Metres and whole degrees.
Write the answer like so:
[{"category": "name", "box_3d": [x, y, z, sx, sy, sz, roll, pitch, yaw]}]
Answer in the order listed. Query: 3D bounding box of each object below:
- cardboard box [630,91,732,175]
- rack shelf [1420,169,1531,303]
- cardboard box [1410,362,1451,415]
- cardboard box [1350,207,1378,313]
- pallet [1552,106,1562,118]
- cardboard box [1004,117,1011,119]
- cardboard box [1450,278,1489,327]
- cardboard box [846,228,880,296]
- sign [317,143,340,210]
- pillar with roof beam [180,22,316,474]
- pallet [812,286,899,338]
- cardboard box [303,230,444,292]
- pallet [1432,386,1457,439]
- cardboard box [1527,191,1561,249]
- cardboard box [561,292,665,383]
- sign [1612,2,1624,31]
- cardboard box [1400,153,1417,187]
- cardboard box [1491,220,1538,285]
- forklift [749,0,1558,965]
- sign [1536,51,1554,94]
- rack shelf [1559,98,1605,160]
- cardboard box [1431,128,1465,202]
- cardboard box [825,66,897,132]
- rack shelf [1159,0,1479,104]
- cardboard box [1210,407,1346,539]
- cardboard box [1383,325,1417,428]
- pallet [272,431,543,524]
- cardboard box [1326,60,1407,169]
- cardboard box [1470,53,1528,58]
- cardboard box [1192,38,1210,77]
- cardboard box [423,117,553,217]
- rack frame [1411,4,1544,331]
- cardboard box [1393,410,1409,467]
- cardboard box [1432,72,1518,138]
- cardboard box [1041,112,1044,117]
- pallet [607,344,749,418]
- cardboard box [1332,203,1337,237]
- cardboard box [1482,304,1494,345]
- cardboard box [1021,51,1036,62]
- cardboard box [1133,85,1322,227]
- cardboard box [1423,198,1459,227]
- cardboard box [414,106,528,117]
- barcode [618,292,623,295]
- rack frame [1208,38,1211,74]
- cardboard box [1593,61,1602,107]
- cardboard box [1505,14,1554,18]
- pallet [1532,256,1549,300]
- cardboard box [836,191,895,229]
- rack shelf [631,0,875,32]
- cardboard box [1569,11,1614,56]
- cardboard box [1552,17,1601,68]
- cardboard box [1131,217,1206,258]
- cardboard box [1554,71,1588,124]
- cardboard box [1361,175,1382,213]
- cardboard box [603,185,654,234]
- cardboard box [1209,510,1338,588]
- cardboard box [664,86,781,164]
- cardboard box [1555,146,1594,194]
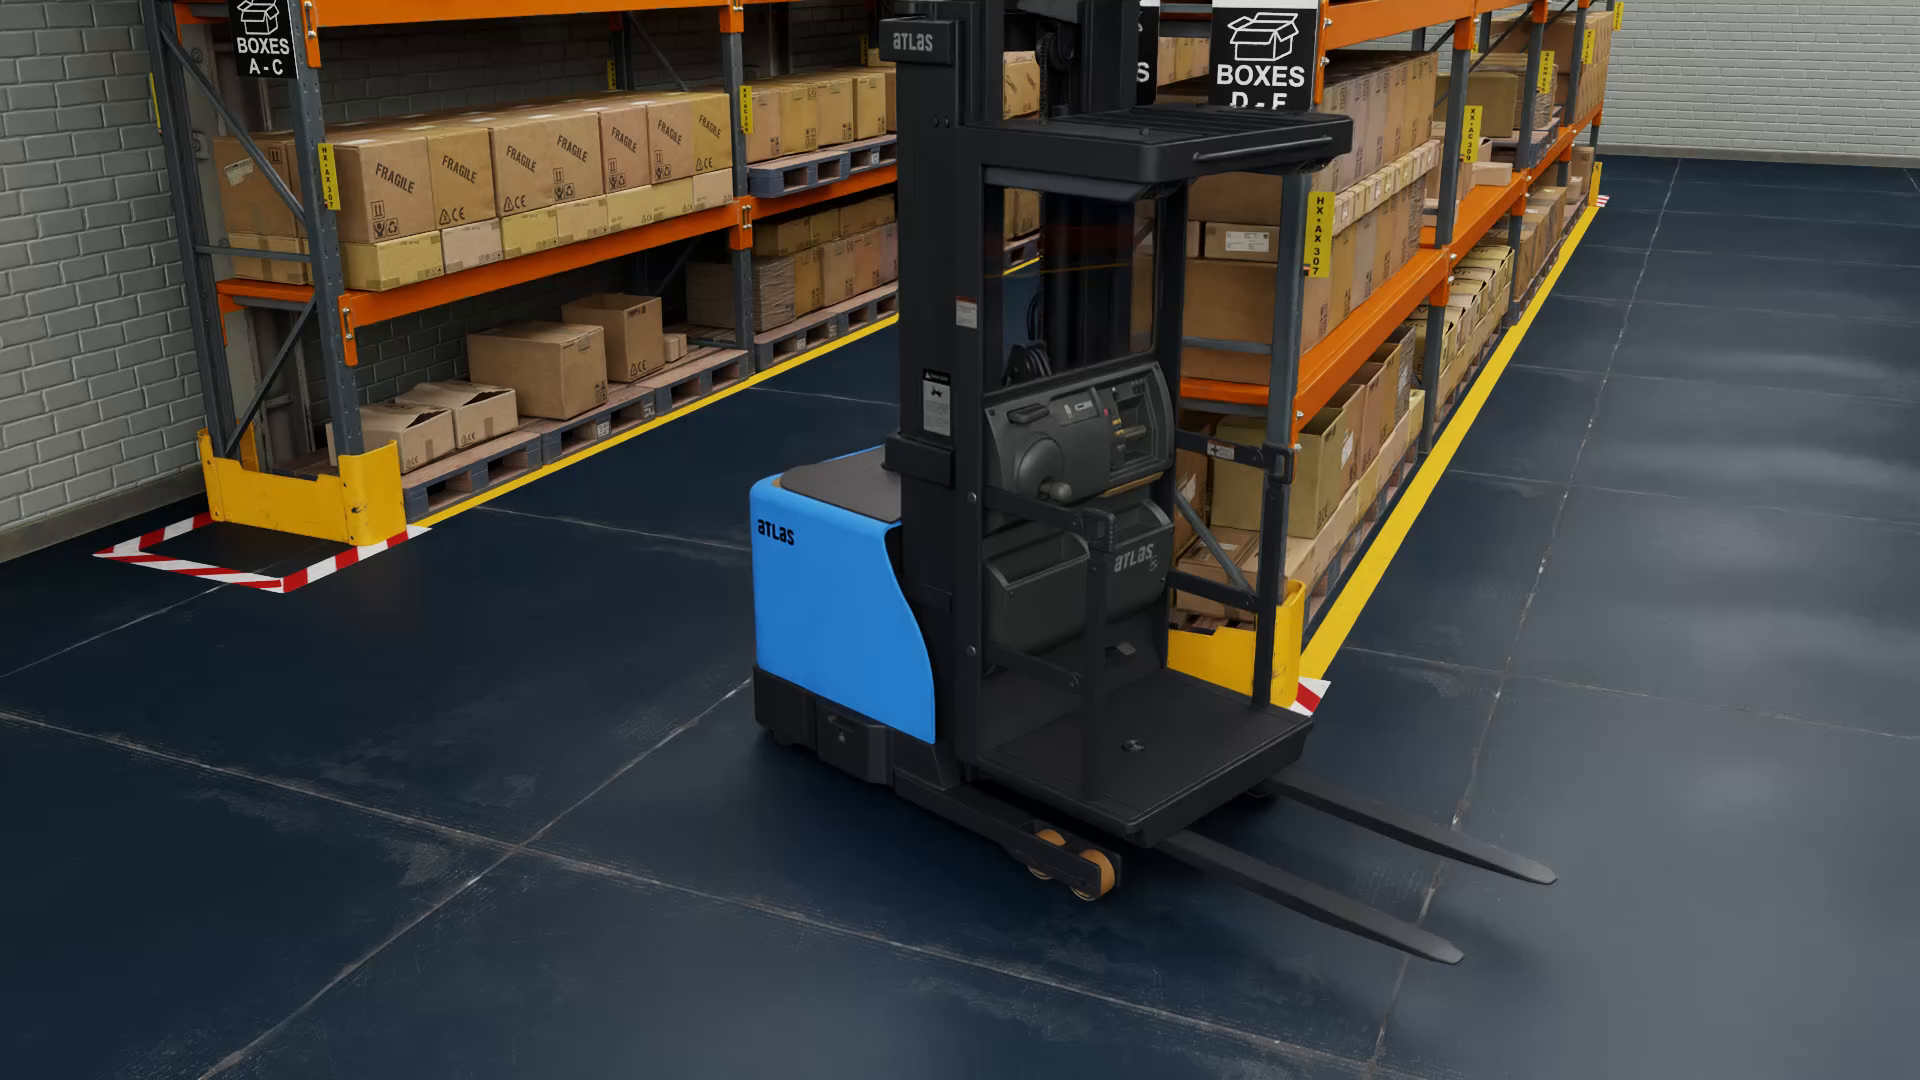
[{"category": "cardboard box", "box_3d": [-1.923, -2.810, 11.468, 0.500, 0.500, 0.500, 8, 21, 23]}, {"category": "rack shelf", "box_3d": [3.328, -2.298, 12.029, 1.077, 0.370, 4.000, 9, 21, 23]}, {"category": "cardboard box", "box_3d": [2.901, -1.018, 10.831, 0.500, 0.250, 0.500, 8, 21, 21]}, {"category": "cardboard box", "box_3d": [1.706, -1.465, 8.462, 0.700, 0.500, 0.500, 9, 22, 24]}, {"category": "pallet", "box_3d": [5.358, -4.152, 16.453, 1.003, 0.211, 1.213, 9, 21, 23]}, {"category": "cardboard box", "box_3d": [0.270, -4.033, 16.177, 0.380, 0.149, 0.250, 9, 22, 24]}, {"category": "cardboard box", "box_3d": [3.534, -1.755, 12.067, 0.500, 0.311, 0.500, 9, 22, 24]}, {"category": "cardboard box", "box_3d": [-1.115, -2.432, 14.406, 0.700, 0.500, 0.500, 8, 21, 22]}, {"category": "sign", "box_3d": [-3.154, -1.815, 8.305, 0.100, 0.325, 0.005, 9, 21, 23]}, {"category": "pillar with roof beam", "box_3d": [-0.225, -4.050, 6.928, 9.100, 9.000, 0.400, 9, 21, 23]}, {"category": "pallet", "box_3d": [-1.196, -2.003, 14.287, 1.003, 0.211, 1.213, 9, 21, 23]}, {"category": "cardboard box", "box_3d": [-3.160, -1.526, 8.978, 0.500, 0.250, 0.500, 8, 21, 21]}, {"category": "pallet", "box_3d": [2.775, -0.943, 11.305, 1.003, 0.211, 1.213, 9, 21, 23]}, {"category": "cardboard box", "box_3d": [5.635, -3.161, 16.454, 0.500, 0.500, 0.500, 9, 21, 23]}, {"category": "cardboard box", "box_3d": [-2.400, -1.411, 11.535, 0.500, 0.500, 0.500, 7, 21, 19]}, {"category": "sign", "box_3d": [7.921, -6.307, 20.026, 0.100, 0.325, 0.005, 9, 21, 23]}, {"category": "cardboard box", "box_3d": [2.279, -2.030, 9.083, 0.380, 0.149, 0.250, 9, 21, 23]}, {"category": "cardboard box", "box_3d": [4.804, -2.539, 14.706, 0.500, 0.500, 0.500, 8, 21, 21]}, {"category": "forklift", "box_3d": [0.582, -0.370, 5.635, 3.031, 2.935, 1.130, 18, 26, 41]}, {"category": "sign", "box_3d": [4.655, -3.719, 13.222, 0.100, 0.325, 0.005, 9, 21, 23]}, {"category": "rack shelf", "box_3d": [6.604, -4.744, 18.905, 1.077, 0.370, 4.000, 9, 21, 23]}, {"category": "cardboard box", "box_3d": [3.259, -2.620, 11.710, 0.500, 0.500, 0.500, 9, 21, 23]}, {"category": "cardboard box", "box_3d": [-0.761, -3.862, 14.546, 0.700, 0.500, 0.500, 6, 21, 18]}, {"category": "rack shelf", "box_3d": [1.690, -2.489, 8.088, 1.077, 0.370, 4.000, 9, 21, 23]}, {"category": "cardboard box", "box_3d": [1.497, -0.345, 7.821, 0.500, 0.500, 0.500, 9, 21, 23]}, {"category": "cardboard box", "box_3d": [2.303, -0.959, 9.546, 0.500, 0.500, 0.500, 9, 21, 23]}, {"category": "pallet", "box_3d": [-3.253, -0.435, 9.876, 1.003, 0.211, 1.213, 9, 21, 23]}, {"category": "cardboard box", "box_3d": [1.922, -2.240, 8.706, 0.700, 0.500, 0.500, 9, 21, 23]}, {"category": "cardboard box", "box_3d": [5.387, -4.602, 16.658, 0.700, 0.500, 0.500, 2, 20, 4]}, {"category": "cardboard box", "box_3d": [2.703, -6.357, 21.920, 0.980, 0.700, 0.700, 10, 22, 25]}, {"category": "cardboard box", "box_3d": [-2.751, -2.185, 9.712, 0.500, 0.500, 0.500, 8, 21, 21]}, {"category": "rack frame", "box_3d": [4.147, -3.249, 13.627, 1.000, 3.000, 0.127, 9, 21, 23]}, {"category": "cardboard box", "box_3d": [2.305, -0.605, 9.671, 0.500, 0.250, 0.500, 9, 21, 23]}, {"category": "cardboard box", "box_3d": [4.302, -3.702, 14.125, 0.700, 0.500, 0.500, 2, 20, 4]}, {"category": "cardboard box", "box_3d": [0.705, -4.437, 17.314, 0.380, 0.149, 0.250, 9, 22, 24]}, {"category": "pallet", "box_3d": [-2.254, -1.181, 11.973, 1.003, 0.211, 1.213, 9, 21, 23]}, {"category": "cardboard box", "box_3d": [1.438, -1.404, 7.321, 0.380, 0.149, 0.250, 9, 21, 23]}, {"category": "cardboard box", "box_3d": [3.738, -1.645, 12.596, 0.500, 0.250, 0.500, 9, 22, 24]}, {"category": "cardboard box", "box_3d": [0.468, -4.899, 16.524, 0.500, 0.250, 0.500, 9, 21, 23]}, {"category": "cardboard box", "box_3d": [1.096, -1.619, 6.959, 0.700, 0.500, 0.500, 9, 21, 23]}, {"category": "cardboard box", "box_3d": [3.059, -2.150, 10.914, 0.380, 0.149, 0.250, 9, 21, 23]}, {"category": "cardboard box", "box_3d": [-3.021, -2.412, 10.350, 0.500, 0.500, 0.500, 9, 21, 23]}, {"category": "barcode", "box_3d": [-2.452, -1.753, 12.017, 0.001, 0.075, 0.075, 9, 21, 23]}, {"category": "rack frame", "box_3d": [2.902, -6.373, 22.412, 1.000, 3.000, 0.127, 9, 21, 23]}, {"category": "cardboard box", "box_3d": [7.070, -5.256, 19.123, 0.500, 0.500, 0.500, 9, 21, 23]}, {"category": "cardboard box", "box_3d": [6.377, -5.645, 18.723, 0.500, 0.500, 0.500, 8, 21, 22]}, {"category": "pallet", "box_3d": [4.988, -2.530, 15.767, 1.003, 0.211, 1.213, 9, 21, 23]}, {"category": "cardboard box", "box_3d": [-0.911, -2.917, 14.650, 0.500, 0.250, 0.500, 9, 21, 24]}, {"category": "rack shelf", "box_3d": [-1.193, -4.390, 13.434, 1.077, 0.370, 4.000, 9, 21, 23]}, {"category": "cardboard box", "box_3d": [7.492, -6.039, 19.831, 0.500, 0.500, 0.500, 8, 21, 22]}, {"category": "cardboard box", "box_3d": [6.657, -5.410, 18.063, 0.500, 0.500, 0.500, 8, 21, 21]}, {"category": "cardboard box", "box_3d": [0.854, -1.299, 7.027, 0.380, 0.149, 0.250, 8, 21, 22]}, {"category": "cardboard box", "box_3d": [6.243, -4.637, 17.382, 0.500, 0.500, 0.500, 9, 22, 24]}, {"category": "cardboard box", "box_3d": [1.859, -1.716, 8.201, 0.380, 0.149, 0.250, 9, 21, 23]}, {"category": "cardboard box", "box_3d": [-2.332, -2.150, 10.732, 0.500, 0.250, 0.500, 8, 21, 22]}, {"category": "cardboard box", "box_3d": [1.495, 0.008, 7.948, 0.500, 0.250, 0.500, 9, 21, 23]}, {"category": "cardboard box", "box_3d": [-1.772, -3.110, 12.431, 0.700, 0.500, 0.500, 9, 21, 23]}, {"category": "cardboard box", "box_3d": [7.425, -4.524, 20.287, 0.500, 0.500, 0.500, 9, 21, 23]}]
